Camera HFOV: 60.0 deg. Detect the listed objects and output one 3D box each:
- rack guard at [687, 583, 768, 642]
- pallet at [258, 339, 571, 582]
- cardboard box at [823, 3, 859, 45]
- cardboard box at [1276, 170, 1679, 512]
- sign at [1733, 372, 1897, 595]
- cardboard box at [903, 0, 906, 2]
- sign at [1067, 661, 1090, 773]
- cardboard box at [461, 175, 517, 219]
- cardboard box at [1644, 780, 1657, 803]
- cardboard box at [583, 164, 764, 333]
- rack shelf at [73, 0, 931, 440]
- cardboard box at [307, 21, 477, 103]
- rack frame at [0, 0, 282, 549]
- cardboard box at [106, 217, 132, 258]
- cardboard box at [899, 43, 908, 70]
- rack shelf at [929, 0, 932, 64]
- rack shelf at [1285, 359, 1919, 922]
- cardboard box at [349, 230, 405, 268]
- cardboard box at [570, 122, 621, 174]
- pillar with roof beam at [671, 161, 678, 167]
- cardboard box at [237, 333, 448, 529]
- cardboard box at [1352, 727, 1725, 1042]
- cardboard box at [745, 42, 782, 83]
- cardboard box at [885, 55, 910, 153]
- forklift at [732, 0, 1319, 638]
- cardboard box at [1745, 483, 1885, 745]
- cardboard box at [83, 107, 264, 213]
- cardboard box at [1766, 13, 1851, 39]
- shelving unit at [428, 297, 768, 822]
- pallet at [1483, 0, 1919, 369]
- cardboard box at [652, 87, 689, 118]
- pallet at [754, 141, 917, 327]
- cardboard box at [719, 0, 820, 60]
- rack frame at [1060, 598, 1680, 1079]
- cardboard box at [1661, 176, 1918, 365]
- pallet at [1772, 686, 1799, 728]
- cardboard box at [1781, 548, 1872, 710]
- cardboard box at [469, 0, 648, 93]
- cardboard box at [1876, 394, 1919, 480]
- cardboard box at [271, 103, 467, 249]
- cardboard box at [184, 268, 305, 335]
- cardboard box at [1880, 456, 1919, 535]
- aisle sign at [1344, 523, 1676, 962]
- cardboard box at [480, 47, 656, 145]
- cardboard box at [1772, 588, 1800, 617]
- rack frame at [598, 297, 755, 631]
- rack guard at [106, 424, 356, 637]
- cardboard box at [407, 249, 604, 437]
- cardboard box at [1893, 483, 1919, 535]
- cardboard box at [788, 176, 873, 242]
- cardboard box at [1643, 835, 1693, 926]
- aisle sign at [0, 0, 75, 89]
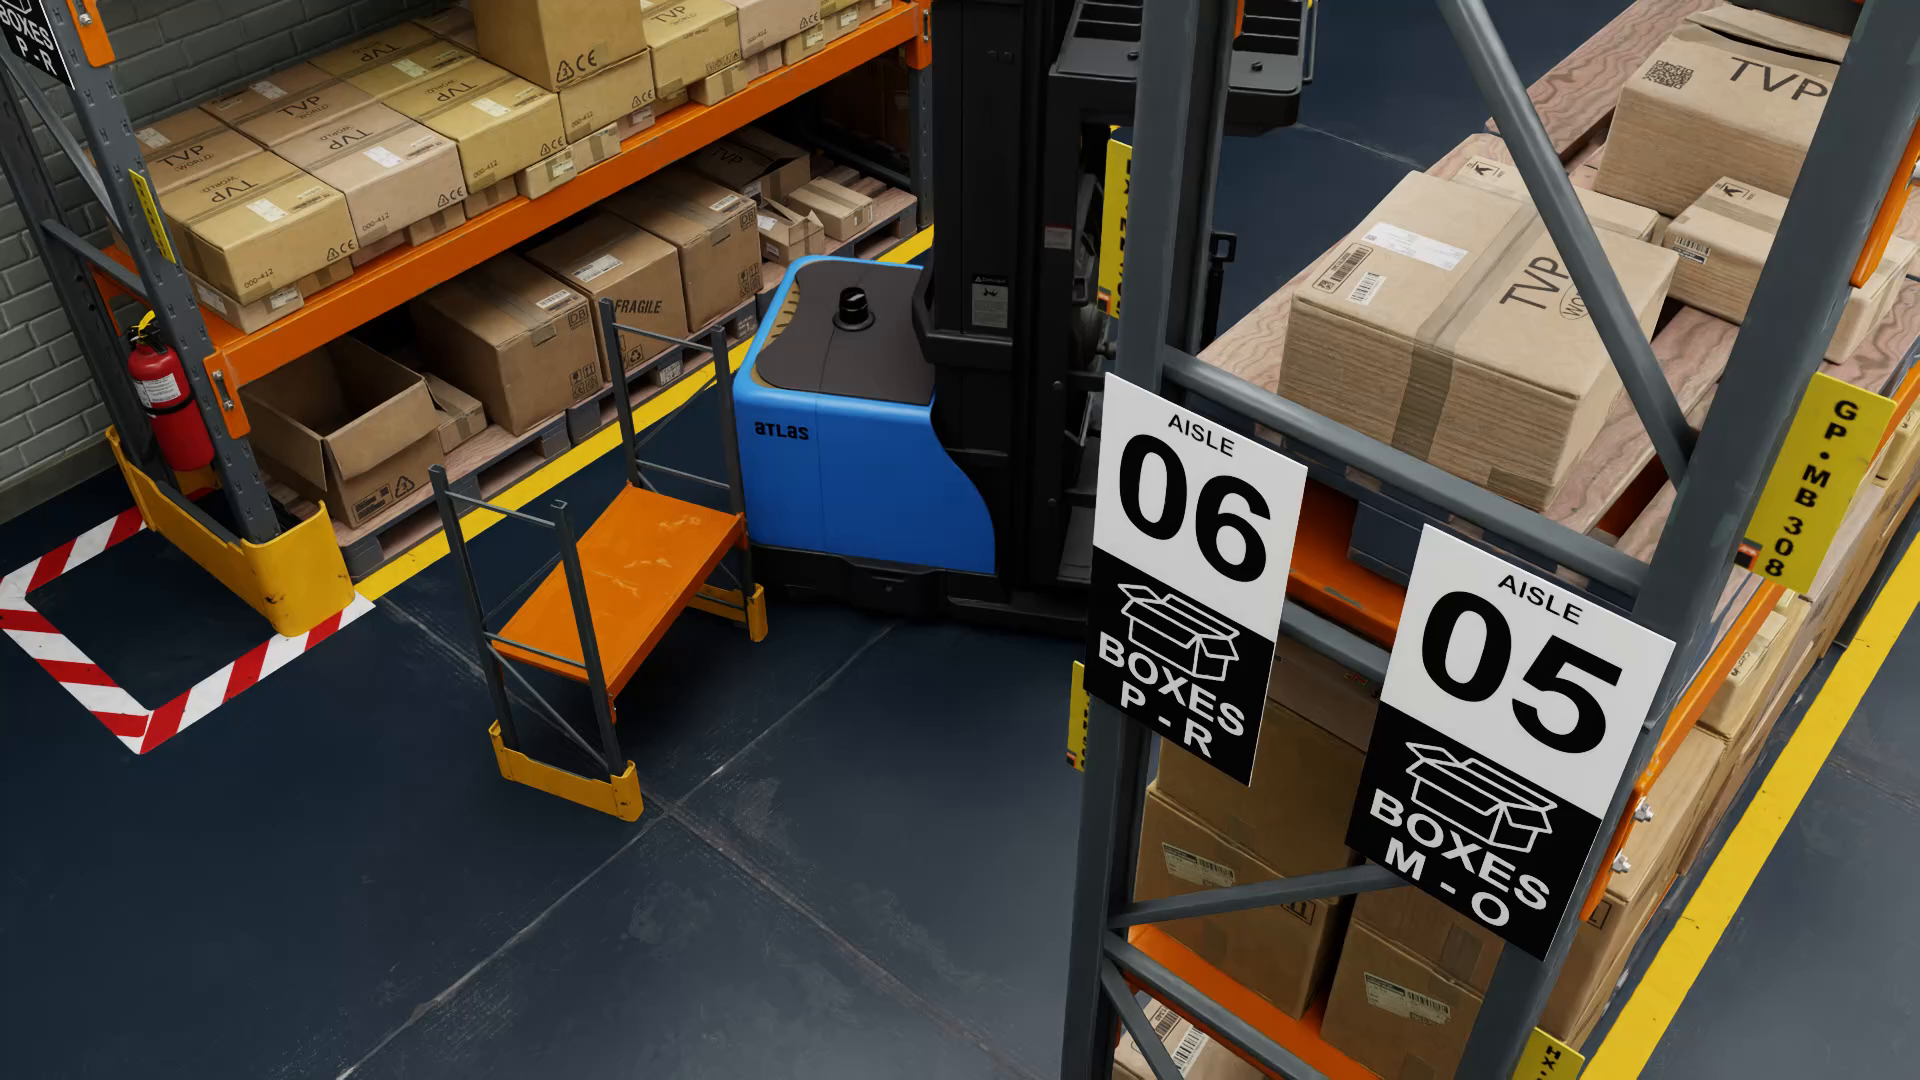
[{"bbox_3d":[-1.069,0.228,6.813,0.587,0.250,0.087,16,45,16],"label":"rack guard"},{"bbox_3d":[-2.558,-0.414,7.549,1.003,0.211,1.213,29,50,28],"label":"pallet"},{"bbox_3d":[-0.708,-2.545,8.007,0.380,0.149,0.250,31,51,29],"label":"cardboard box"},{"bbox_3d":[0.903,-0.366,2.918,0.500,0.250,0.500,25,48,25],"label":"cardboard box"},{"bbox_3d":[1.103,-0.068,2.157,0.100,0.325,0.005,29,50,28],"label":"sign"},{"bbox_3d":[-0.364,-2.978,9.359,0.380,0.149,0.250,30,50,28],"label":"cardboard box"},{"bbox_3d":[0.276,0.393,3.551,0.100,0.325,0.005,29,50,28],"label":"sign"},{"bbox_3d":[-2.051,-1.497,6.854,0.380,0.149,0.250,30,50,29],"label":"cardboard box"},{"bbox_3d":[1.122,0.442,3.235,0.380,0.149,0.250,31,50,29],"label":"cardboard box"},{"bbox_3d":[-1.405,-1.458,8.170,0.700,0.500,0.500,28,49,27],"label":"cardboard box"},{"bbox_3d":[-1.833,-1.759,7.490,1.077,0.370,4.000,29,50,28],"label":"rack shelf"},{"bbox_3d":[-2.372,-1.920,7.022,0.500,0.250,0.500,31,51,30],"label":"cardboard box"},{"bbox_3d":[-3.120,-0.996,6.115,1.000,3.000,0.127,29,50,28],"label":"rack frame"},{"bbox_3d":[-3.112,-1.190,6.515,0.380,0.149,0.250,29,50,28],"label":"cardboard box"},{"bbox_3d":[-0.111,-2.595,8.938,0.380,0.149,0.250,32,51,30],"label":"cardboard box"},{"bbox_3d":[0.742,-3.819,9.755,1.077,0.370,4.000,29,50,28],"label":"rack shelf"},{"bbox_3d":[1.969,-0.722,4.120,1.077,0.370,4.000,29,50,28],"label":"rack shelf"},{"bbox_3d":[-2.427,-1.255,6.587,0.380,0.149,0.250,29,50,28],"label":"cardboard box"},{"bbox_3d":[-1.677,-1.740,7.120,0.380,0.149,0.250,31,50,29],"label":"cardboard box"},{"bbox_3d":[1.612,-3.443,4.347,9.100,9.000,0.400,29,50,28],"label":"pillar with roof beam"},{"bbox_3d":[-2.653,-0.501,7.115,0.797,0.503,0.637,28,49,27],"label":"cardboard box"},{"bbox_3d":[1.209,0.621,3.520,0.500,0.500,0.500,28,49,28],"label":"cardboard box"},{"bbox_3d":[-1.047,-2.278,7.712,0.380,0.149,0.250,31,51,29],"label":"cardboard box"},{"bbox_3d":[-0.062,-2.438,9.247,0.500,0.500,0.500,32,51,30],"label":"cardboard box"},{"bbox_3d":[0.678,-0.997,6.168,3.031,2.935,1.130,7,43,8],"label":"forklift"},{"bbox_3d":[1.861,0.083,4.111,0.500,0.500,0.500,29,50,28],"label":"cardboard box"},{"bbox_3d":[-3.027,-1.402,6.453,0.500,0.250,0.500,31,51,30],"label":"cardboard box"},{"bbox_3d":[2.094,-1.161,3.607,0.500,0.500,0.500,30,50,29],"label":"cardboard box"},{"bbox_3d":[-1.260,0.075,6.053,0.587,1.500,1.083,16,45,16],"label":"shelving unit"},{"bbox_3d":[1.936,-0.943,3.894,1.003,0.211,1.213,29,50,28],"label":"pallet"},{"bbox_3d":[-1.441,-2.050,7.461,0.380,0.149,0.250,30,50,29],"label":"cardboard box"},{"bbox_3d":[-0.988,-1.670,8.930,1.003,0.211,1.213,29,50,28],"label":"pallet"},{"bbox_3d":[-0.998,-2.478,7.636,0.500,0.250,0.500,30,50,29],"label":"cardboard box"},{"bbox_3d":[0.682,1.151,3.754,1.000,3.000,0.127,29,50,28],"label":"rack frame"},{"bbox_3d":[1.558,-0.519,3.161,0.380,0.149,0.250,31,51,30],"label":"cardboard box"},{"bbox_3d":[2.707,0.481,6.564,1.003,0.211,1.213,29,50,28],"label":"pallet"},{"bbox_3d":[2.166,0.200,4.726,0.500,0.500,0.500,31,51,30],"label":"cardboard box"},{"bbox_3d":[-1.656,-2.217,6.792,0.500,0.500,0.500,31,51,29],"label":"cardboard box"},{"bbox_3d":[2.153,-0.339,4.093,0.380,0.149,0.250,28,49,28],"label":"cardboard box"},{"bbox_3d":[-2.297,-1.427,6.480,0.500,0.250,0.500,30,50,29],"label":"cardboard box"},{"bbox_3d":[-2.698,-0.953,6.255,0.380,0.149,0.250,29,50,28],"label":"cardboard box"},{"bbox_3d":[2.511,-0.429,4.674,0.500,0.500,0.500,30,50,29],"label":"cardboard box"},{"bbox_3d":[0.858,0.352,2.701,0.394,0.787,0.004,29,50,28],"label":"aisle sign"},{"bbox_3d":[-1.661,-1.962,7.068,0.500,0.250,0.500,28,49,27],"label":"cardboard box"},{"bbox_3d":[1.647,0.048,3.668,0.380,0.149,0.250,28,49,27],"label":"cardboard box"},{"bbox_3d":[-1.062,-0.247,6.406,0.500,1.500,0.032,16,45,16],"label":"rack frame"},{"bbox_3d":[-3.071,-0.110,6.999,1.175,0.500,0.348,29,50,28],"label":"rack guard"},{"bbox_3d":[-2.074,-0.923,7.582,0.700,0.500,0.500,32,51,30],"label":"cardboard box"},{"bbox_3d":[2.826,-0.328,5.307,0.500,0.500,0.500,28,49,28],"label":"cardboard box"},{"bbox_3d":[-0.679,-1.742,8.743,0.380,0.149,0.250,28,49,27],"label":"cardboard box"},{"bbox_3d":[1.515,0.719,4.155,0.500,0.500,0.500,29,50,28],"label":"cardboard box"},{"bbox_3d":[-2.939,-1.795,5.062,0.394,0.787,0.004,29,50,28],"label":"aisle sign"}]
